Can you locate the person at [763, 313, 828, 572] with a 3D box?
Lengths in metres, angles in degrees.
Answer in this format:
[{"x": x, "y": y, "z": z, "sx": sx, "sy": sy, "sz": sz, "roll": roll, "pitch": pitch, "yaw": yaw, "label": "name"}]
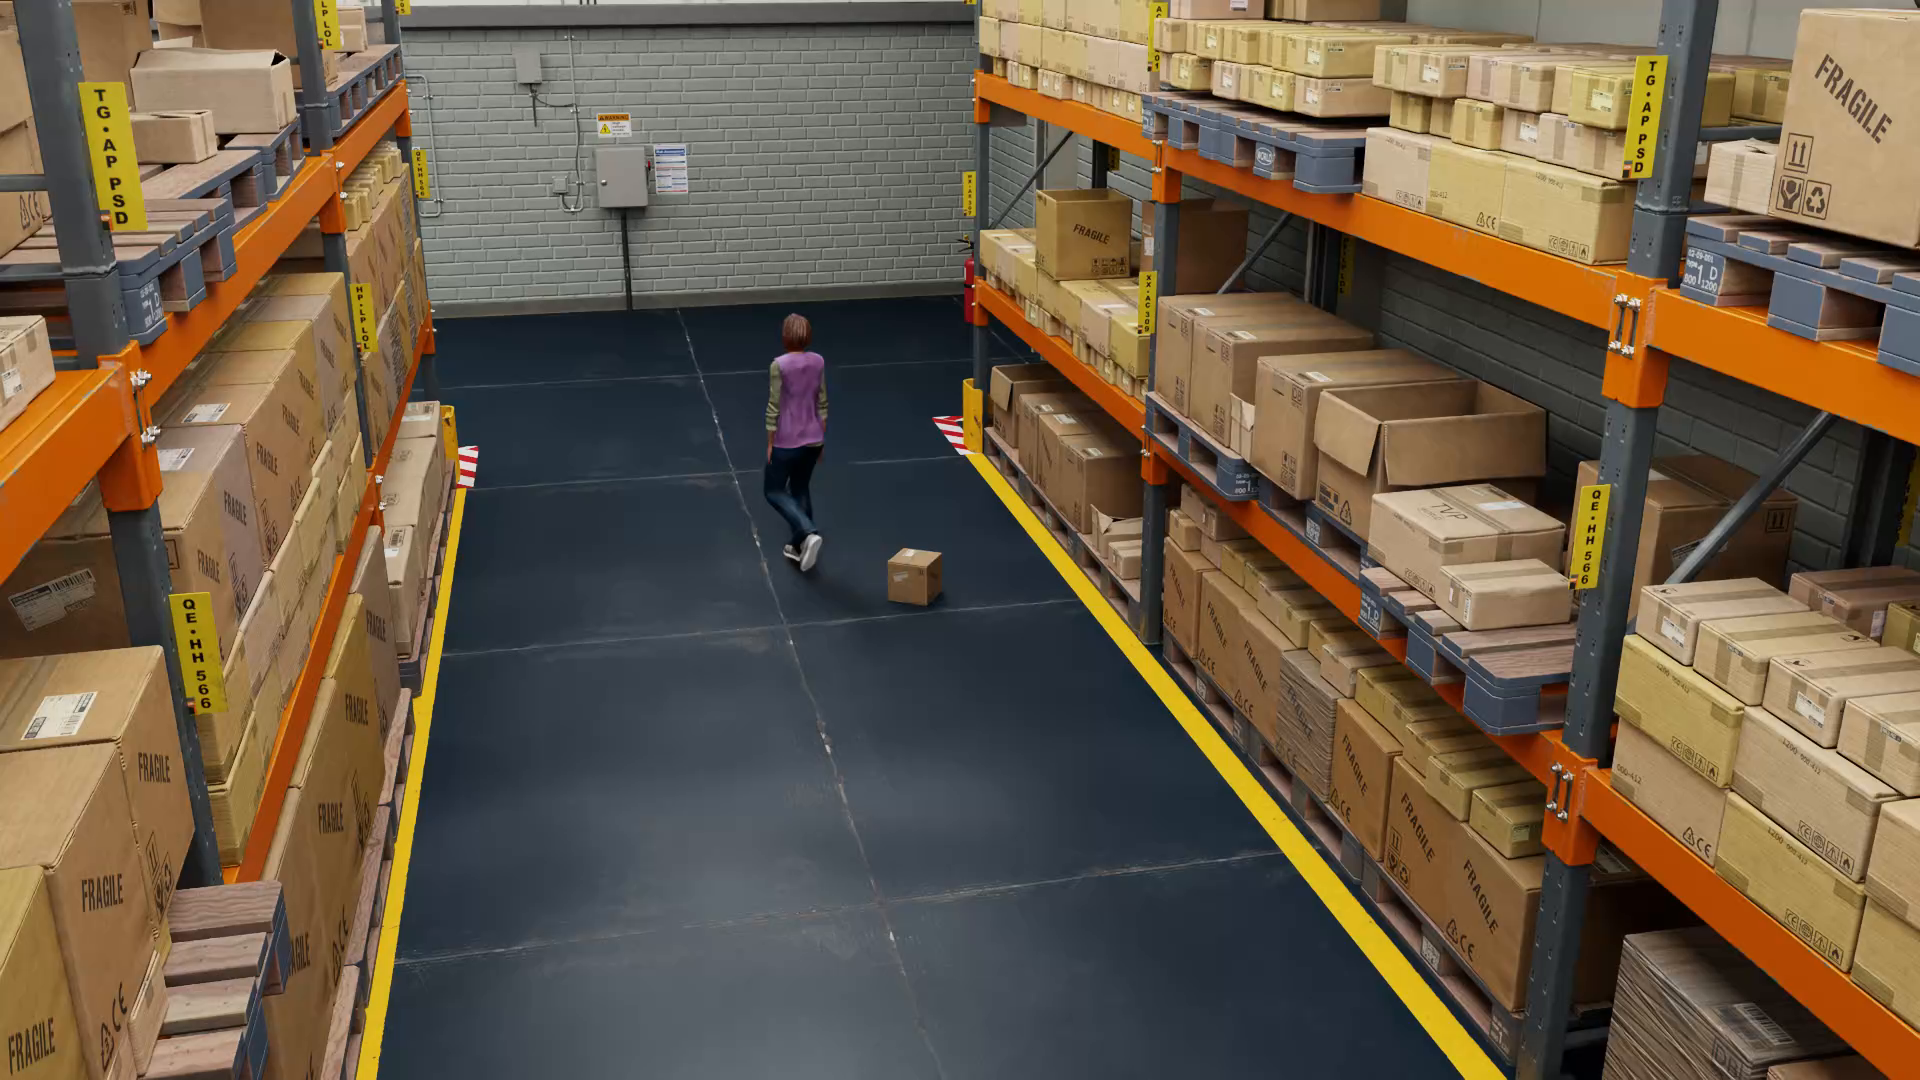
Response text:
[{"x": -0.968, "y": -0.582, "z": 10.129, "sx": 0.413, "sy": 1.586, "sz": 0.568, "roll": -15, "pitch": 25, "yaw": -36, "label": "person"}]
